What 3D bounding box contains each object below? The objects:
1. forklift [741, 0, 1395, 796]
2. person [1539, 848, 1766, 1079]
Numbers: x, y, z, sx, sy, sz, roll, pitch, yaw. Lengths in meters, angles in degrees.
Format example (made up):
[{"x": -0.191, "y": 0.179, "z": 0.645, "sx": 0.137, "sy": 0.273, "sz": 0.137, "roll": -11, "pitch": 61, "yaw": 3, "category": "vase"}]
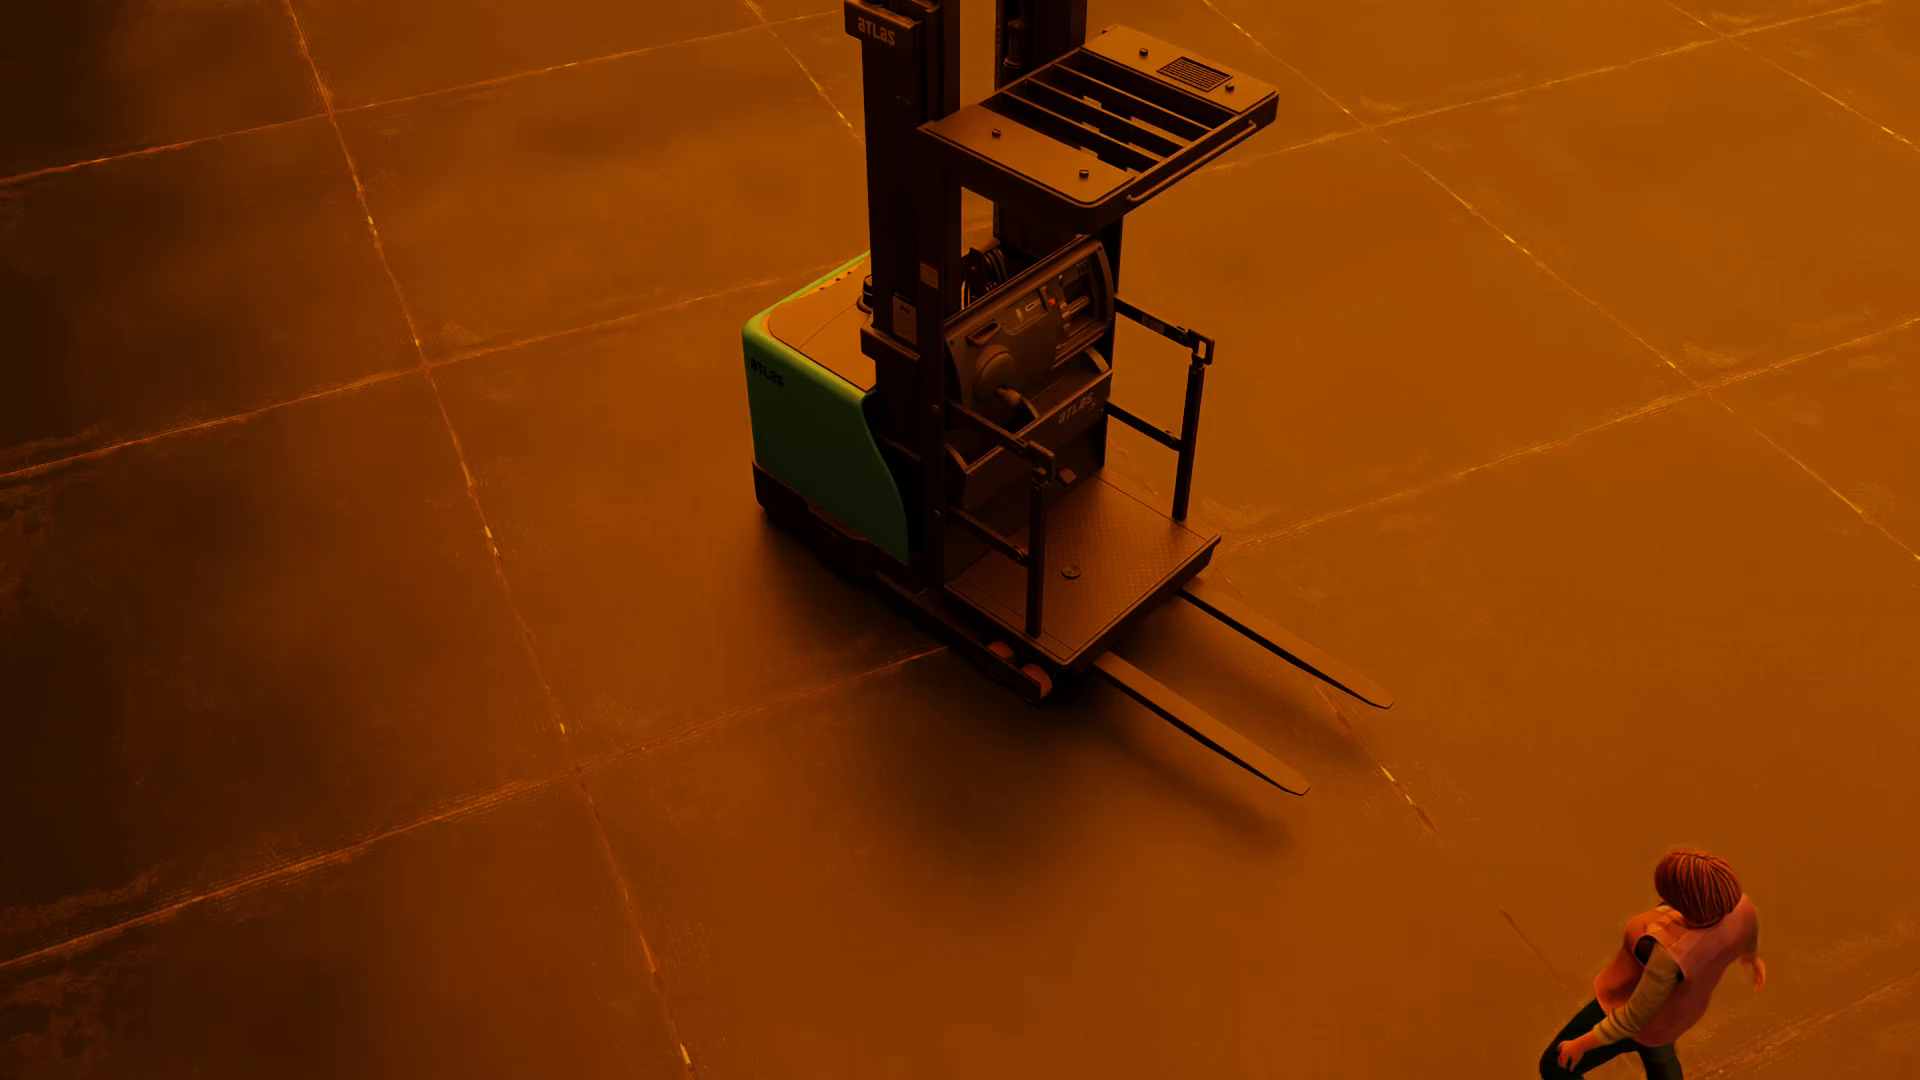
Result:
[{"x": 0.445, "y": -0.788, "z": 6.525, "sx": 3.031, "sy": 2.935, "sz": 1.130, "roll": 32, "pitch": 52, "yaw": 30, "category": "forklift"}, {"x": 2.205, "y": 1.451, "z": 5.172, "sx": 0.744, "sy": 1.515, "sz": 0.449, "roll": -22, "pitch": 47, "yaw": -22, "category": "person"}]
